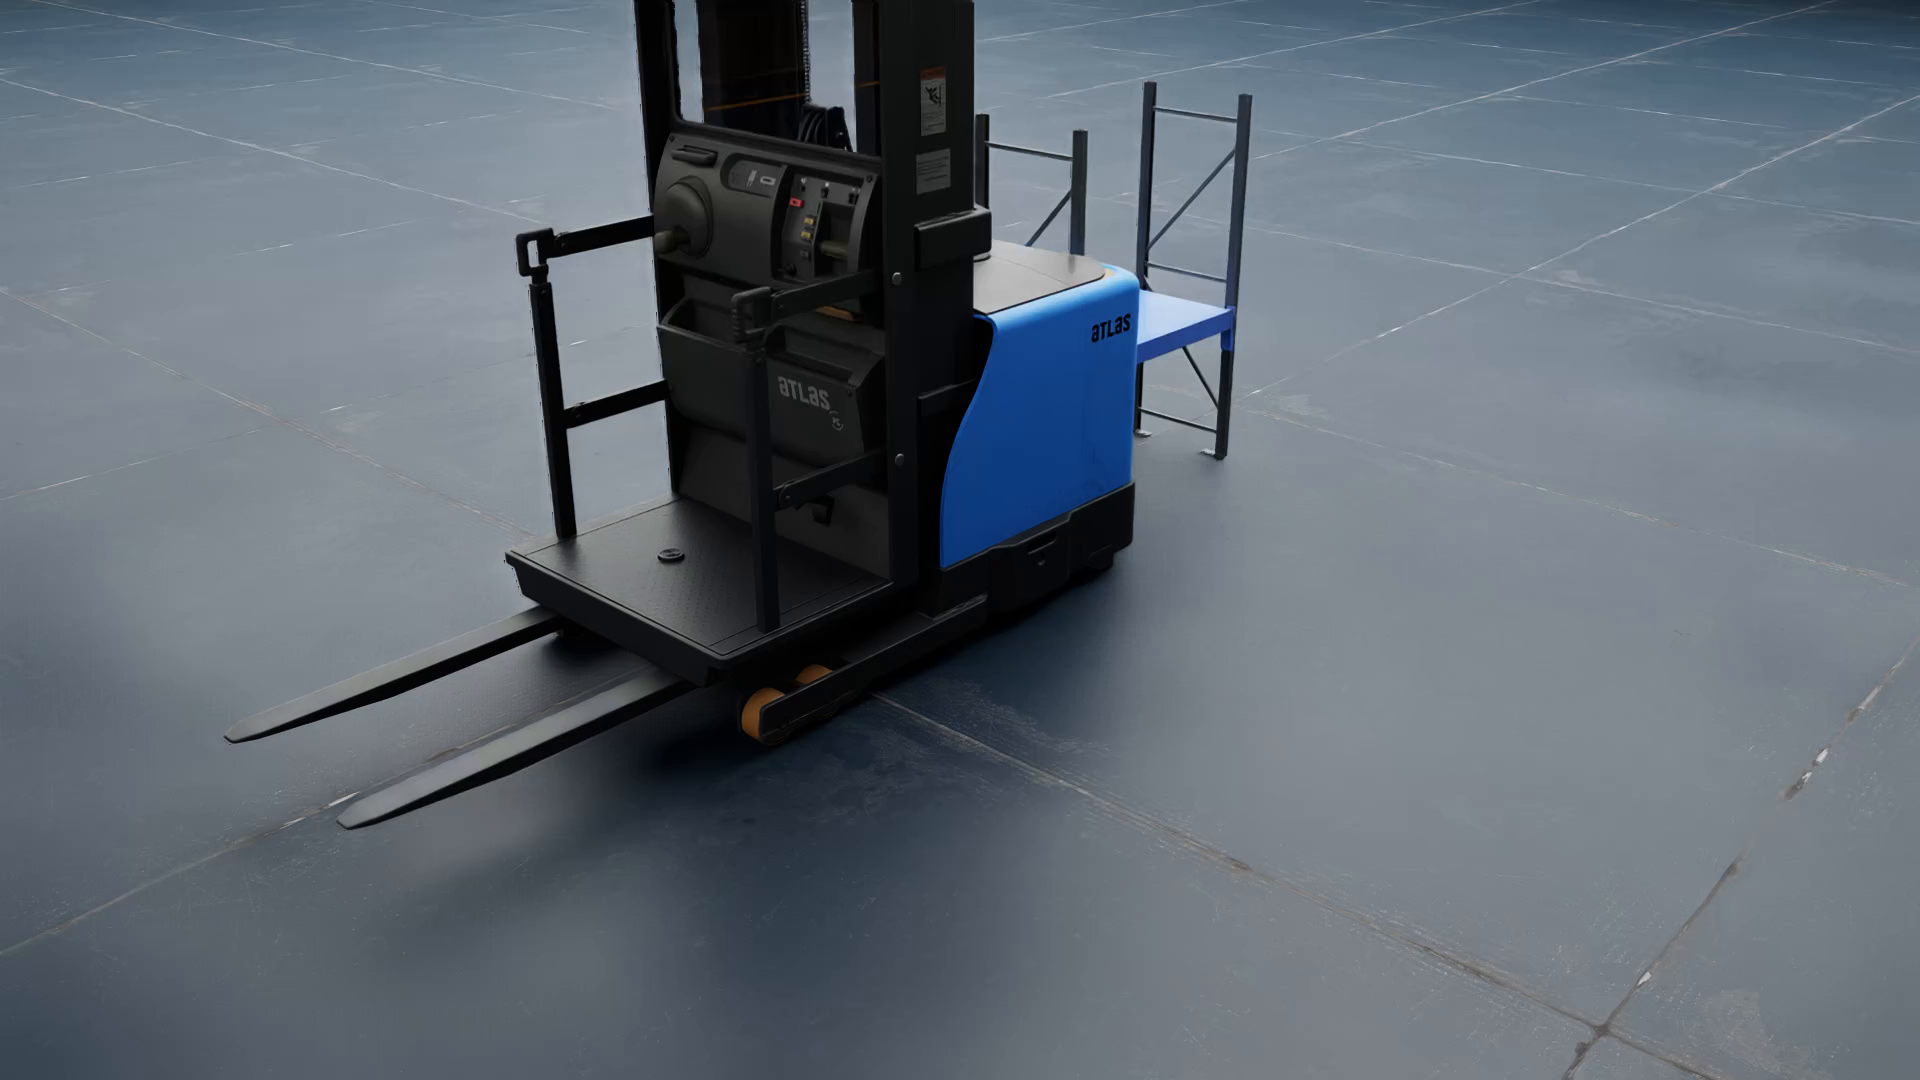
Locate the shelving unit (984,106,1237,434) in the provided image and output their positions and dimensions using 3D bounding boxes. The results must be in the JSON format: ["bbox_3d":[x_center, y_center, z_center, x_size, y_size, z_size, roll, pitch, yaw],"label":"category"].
[{"bbox_3d":[0.593,-0.949,6.533,0.538,1.308,1.030,21,31,38],"label":"shelving unit"}]

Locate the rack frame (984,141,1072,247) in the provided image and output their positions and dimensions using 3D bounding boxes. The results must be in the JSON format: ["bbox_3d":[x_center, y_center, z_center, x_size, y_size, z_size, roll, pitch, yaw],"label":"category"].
[{"bbox_3d":[0.247,-0.796,6.192,0.475,1.308,0.013,21,31,38],"label":"rack frame"}]

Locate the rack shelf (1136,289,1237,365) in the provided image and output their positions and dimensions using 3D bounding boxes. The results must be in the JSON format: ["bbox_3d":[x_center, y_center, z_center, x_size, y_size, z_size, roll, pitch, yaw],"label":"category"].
[{"bbox_3d":[0.593,-0.785,6.606,0.538,0.185,1.000,21,31,38],"label":"rack shelf"}]

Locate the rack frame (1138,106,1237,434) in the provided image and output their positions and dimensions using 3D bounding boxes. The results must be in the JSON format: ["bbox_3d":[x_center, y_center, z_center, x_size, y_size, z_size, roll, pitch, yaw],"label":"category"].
[{"bbox_3d":[0.936,-1.102,6.875,0.475,1.308,0.013,21,31,38],"label":"rack frame"}]

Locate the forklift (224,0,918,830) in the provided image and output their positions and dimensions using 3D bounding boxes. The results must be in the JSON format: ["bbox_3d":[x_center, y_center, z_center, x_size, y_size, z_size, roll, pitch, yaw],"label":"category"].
[{"bbox_3d":[-0.739,-0.969,4.829,1.121,2.935,3.031,21,31,38],"label":"forklift"}]
